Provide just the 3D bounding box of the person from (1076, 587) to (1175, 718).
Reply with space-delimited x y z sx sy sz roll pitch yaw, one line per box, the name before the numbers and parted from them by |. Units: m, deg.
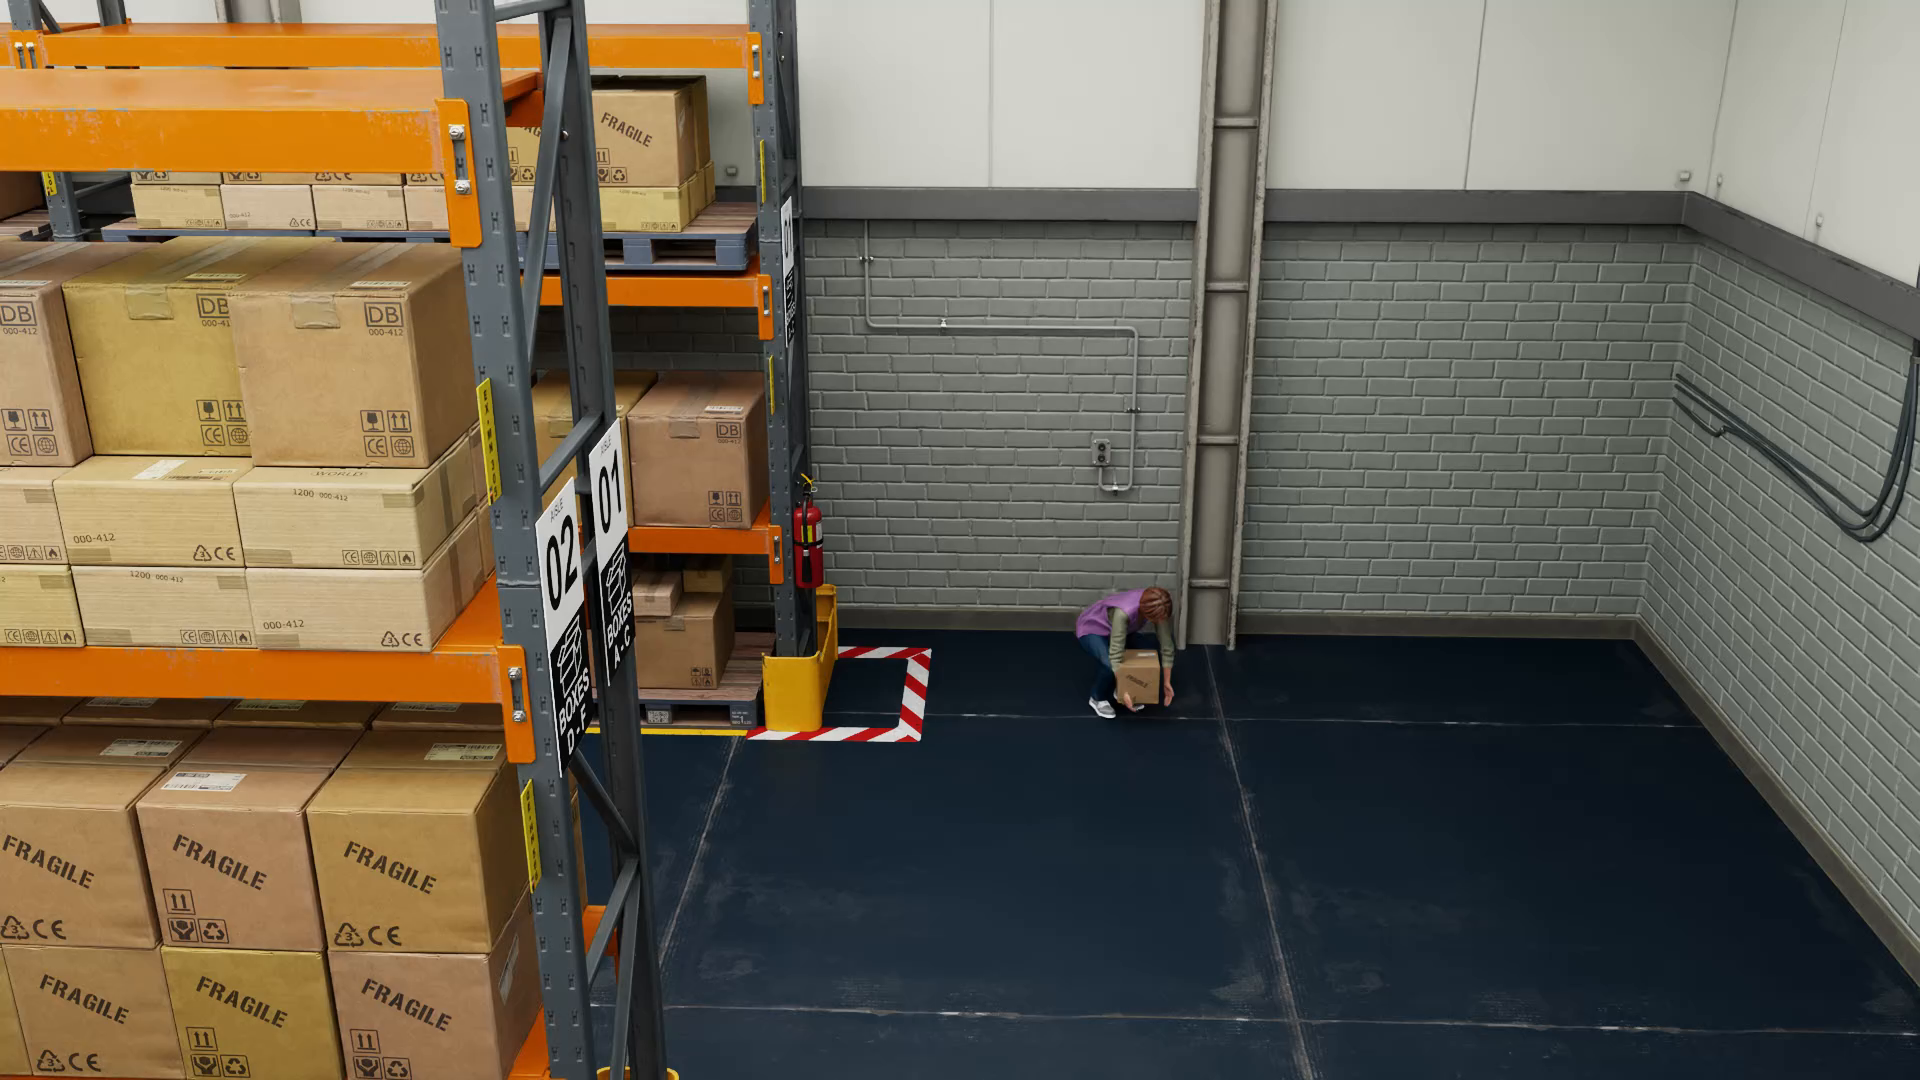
person | 1.033 0.684 10.357 0.446 0.856 0.762 -10 23 -25
